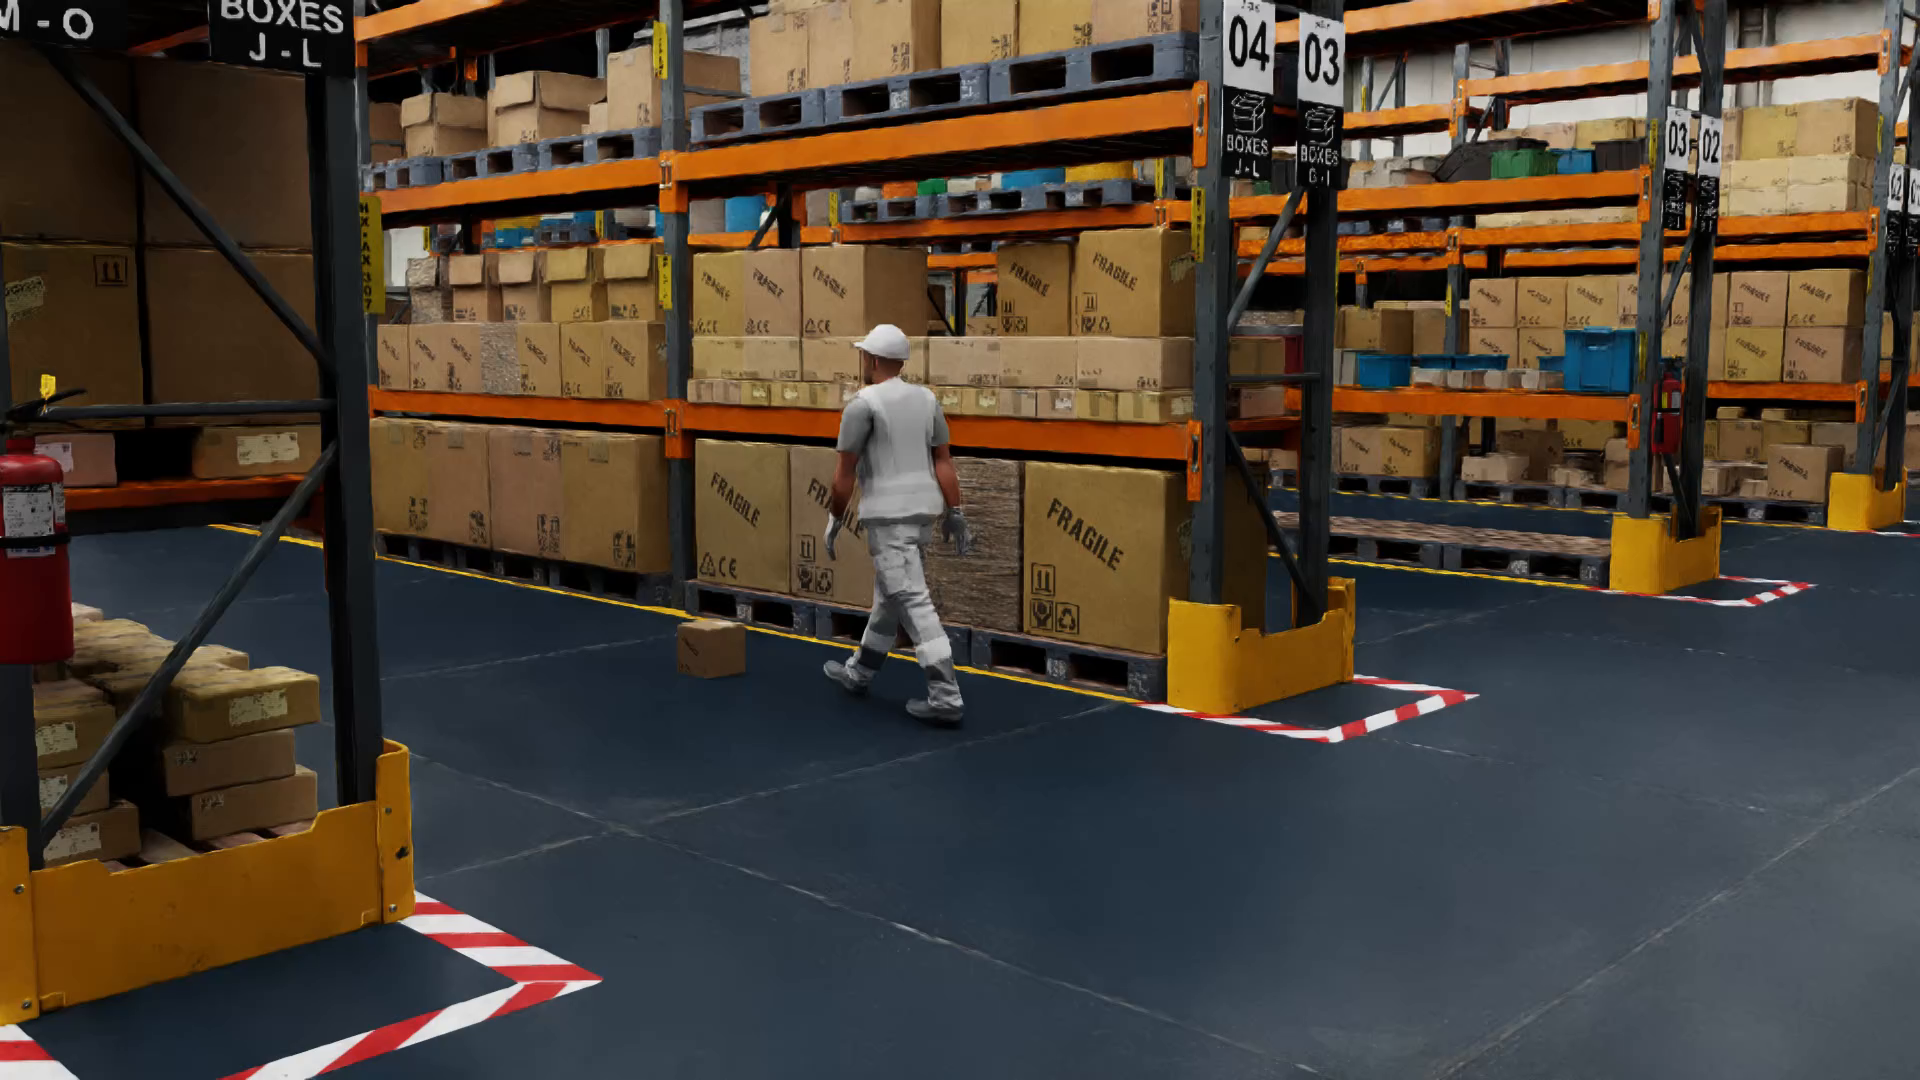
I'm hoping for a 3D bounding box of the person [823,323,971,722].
[{"bbox_3d":[-0.351,-0.103,7.495,0.995,1.731,0.572,6,9,42],"label":"person"}]
